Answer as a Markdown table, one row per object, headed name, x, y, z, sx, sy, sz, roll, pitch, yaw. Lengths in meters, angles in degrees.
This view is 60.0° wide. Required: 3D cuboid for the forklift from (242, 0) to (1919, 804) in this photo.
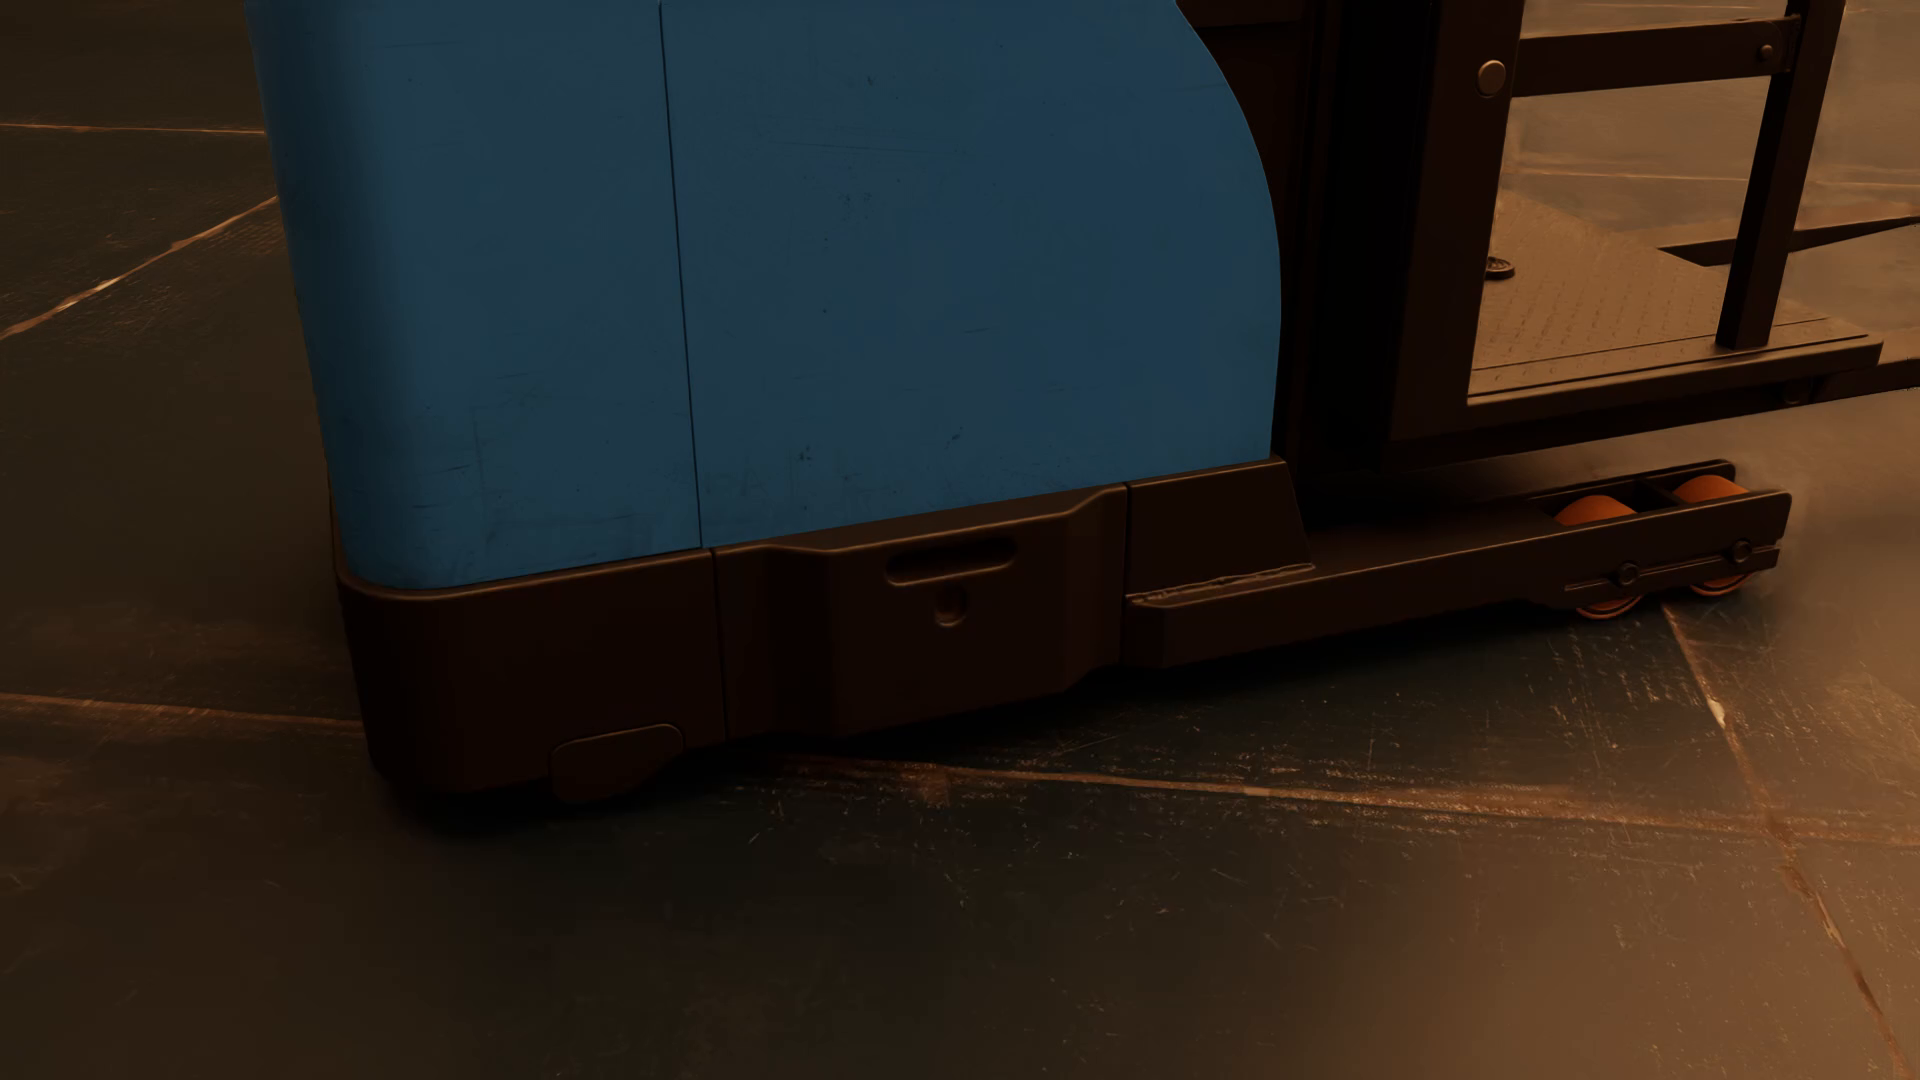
| name | x | y | z | sx | sy | sz | roll | pitch | yaw |
| --- | --- | --- | --- | --- | --- | --- | --- | --- | --- |
| forklift | 0.619 | -1.414 | 2.051 | 3.031 | 2.935 | 1.130 | -9 | 28 | -18 |
